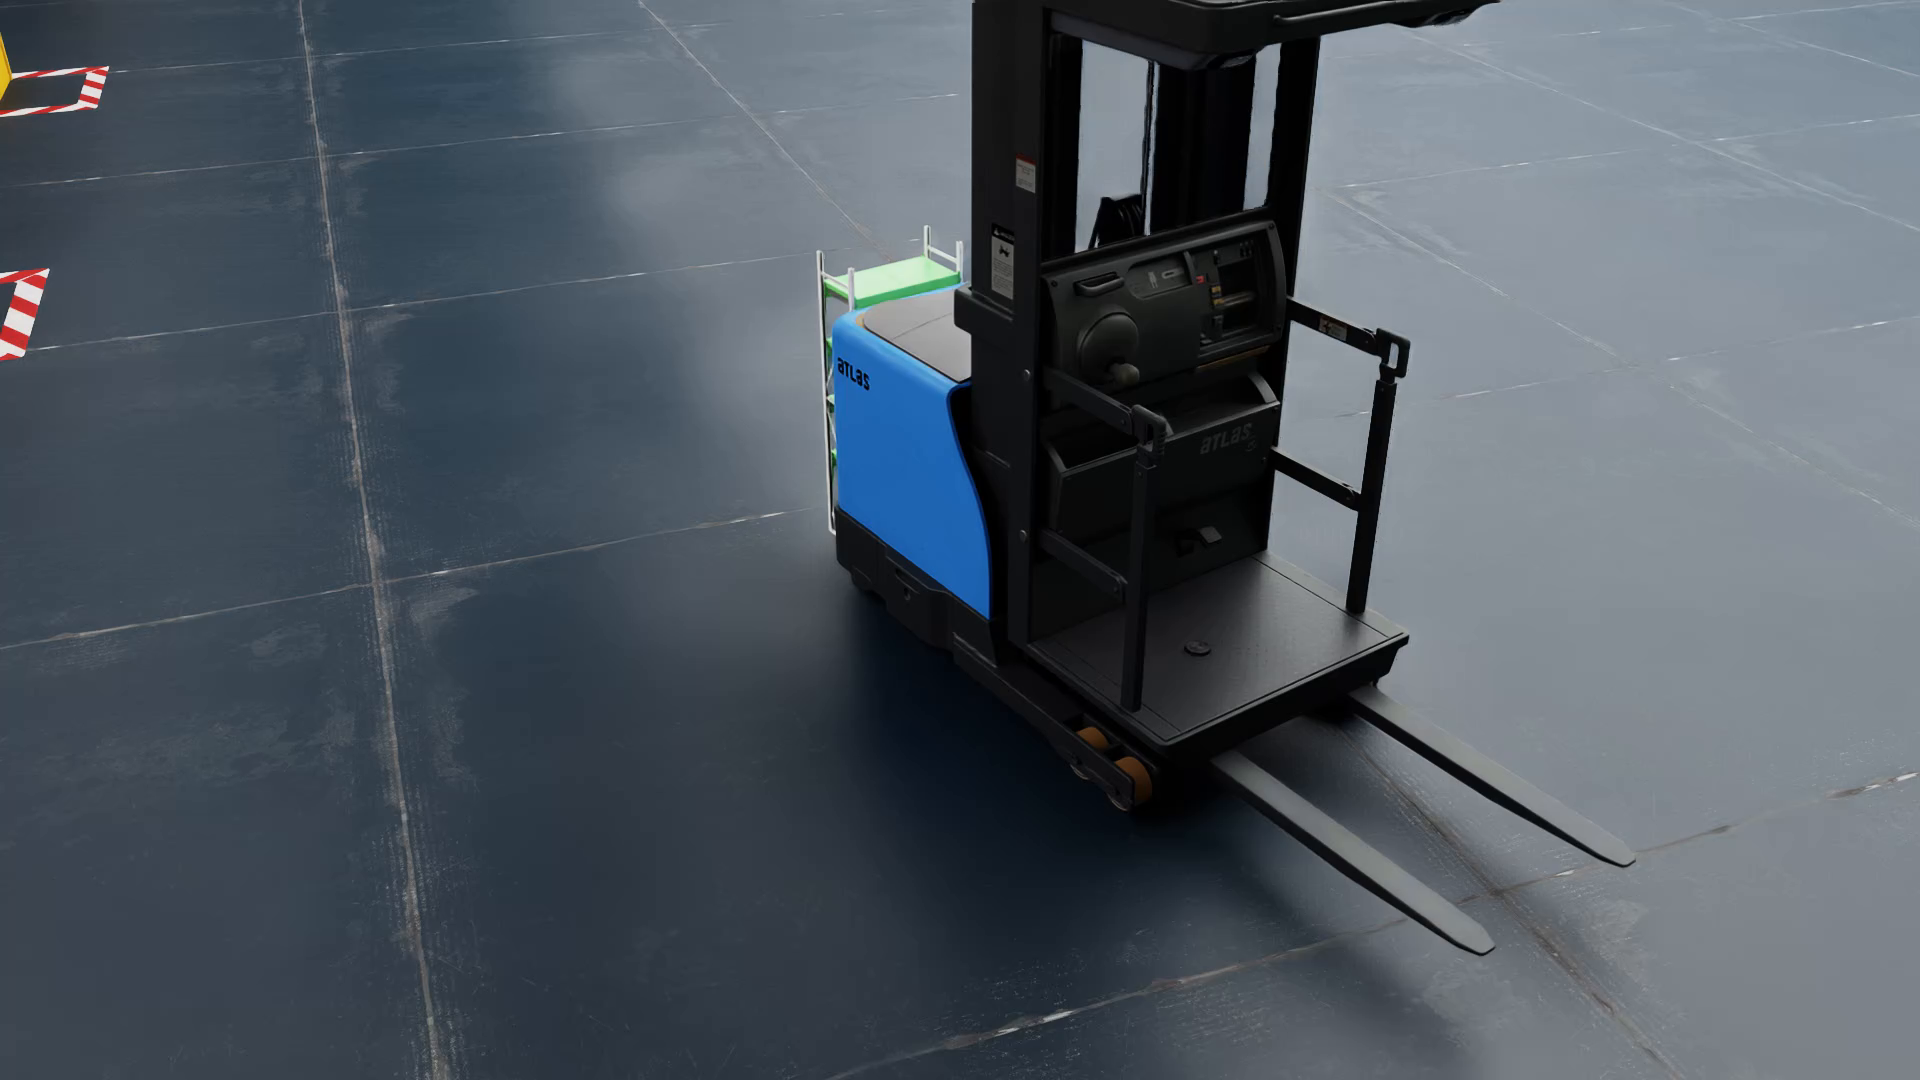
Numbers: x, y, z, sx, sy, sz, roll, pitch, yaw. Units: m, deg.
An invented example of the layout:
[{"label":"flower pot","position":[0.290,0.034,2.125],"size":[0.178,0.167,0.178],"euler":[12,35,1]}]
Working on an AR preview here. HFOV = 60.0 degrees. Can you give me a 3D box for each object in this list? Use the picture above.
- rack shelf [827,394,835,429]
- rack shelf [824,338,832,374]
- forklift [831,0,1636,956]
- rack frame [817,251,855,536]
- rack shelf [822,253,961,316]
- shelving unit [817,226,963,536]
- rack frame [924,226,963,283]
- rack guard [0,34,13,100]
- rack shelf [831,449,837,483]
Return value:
[{"label":"rack shelf","position":[-0.263,-0.528,6.593],"size":[0.480,0.148,0.258],"euler":[-20,35,-30]},{"label":"rack shelf","position":[-0.263,-0.736,6.474],"size":[0.480,0.148,0.258],"euler":[-20,35,-30]},{"label":"forklift","position":[0.777,-0.693,5.006],"size":[1.130,2.935,3.031],"euler":[-19,35,-30]},{"label":"rack frame","position":[-0.461,-0.513,6.438],"size":[0.015,1.200,0.240],"euler":[-20,35,-30]},{"label":"rack shelf","position":[-0.263,-0.945,6.356],"size":[0.480,0.148,0.258],"euler":[-20,35,-30]},{"label":"shelving unit","position":[-0.263,-0.583,6.562],"size":[0.503,1.200,0.258],"euler":[-20,35,-30]},{"label":"rack frame","position":[-0.065,-0.654,6.685],"size":[0.015,1.200,0.240],"euler":[-20,35,-30]},{"label":"rack guard","position":[-7.477,-3.599,12.563],"size":[0.348,0.500,1.175],"euler":[-10,31,-18]},{"label":"rack shelf","position":[-0.263,-0.319,6.712],"size":[0.480,0.148,0.258],"euler":[-20,35,-30]}]
